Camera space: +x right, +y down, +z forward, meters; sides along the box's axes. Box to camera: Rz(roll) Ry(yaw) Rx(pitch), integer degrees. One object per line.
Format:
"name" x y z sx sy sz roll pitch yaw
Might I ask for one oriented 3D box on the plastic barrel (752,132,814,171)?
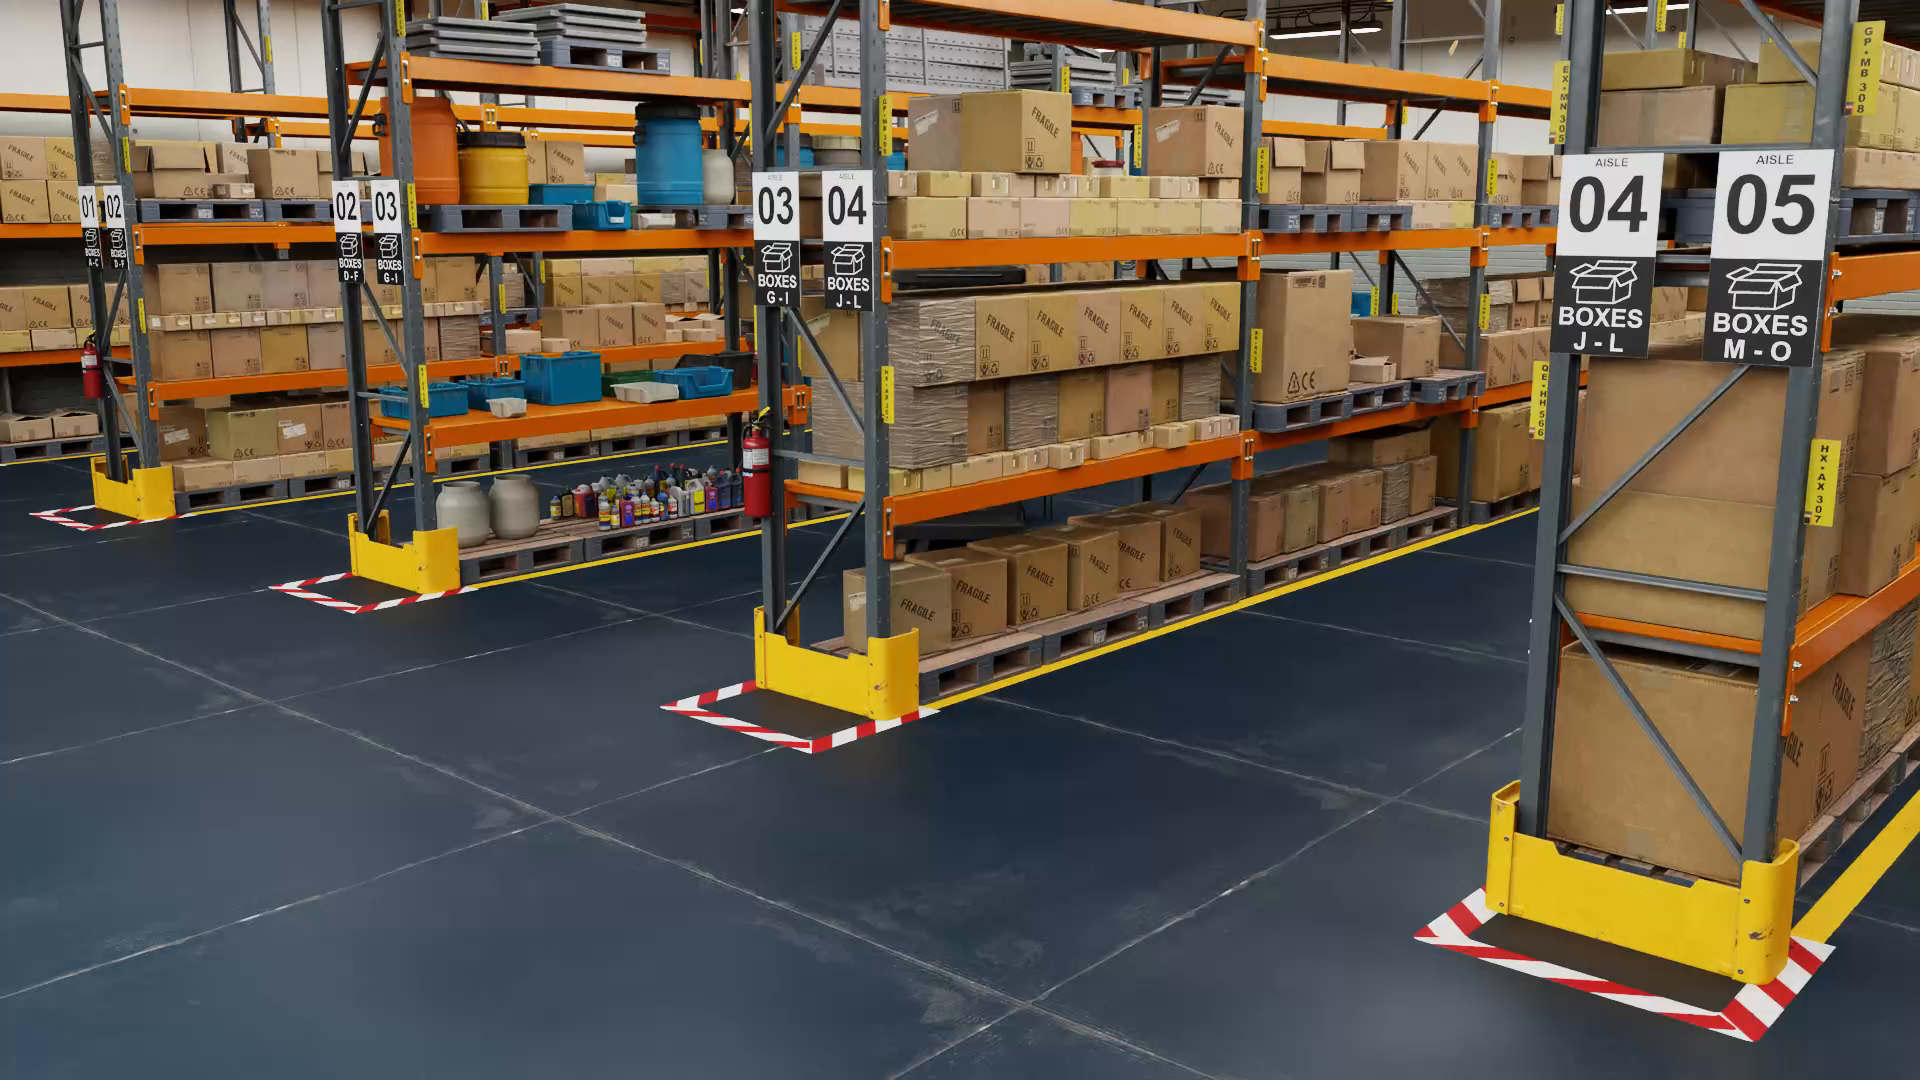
"plastic barrel" -1.733 -3.530 16.327 0.600 0.901 0.708 10 15 40

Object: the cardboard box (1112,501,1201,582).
"cardboard box" 1.521 0.004 12.884 0.500 0.500 0.500 9 15 39

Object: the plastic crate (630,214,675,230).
"plastic crate" -2.662 -2.764 14.443 0.243 0.136 0.396 10 15 40

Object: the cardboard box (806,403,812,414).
"cardboard box" -2.127 -2.038 23.052 0.500 0.500 0.500 9 14 38

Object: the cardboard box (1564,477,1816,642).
"cardboard box" 3.044 0.041 7.005 0.875 0.550 0.550 10 15 40

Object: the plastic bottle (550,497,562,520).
"plastic bottle" -3.663 -0.292 15.076 0.097 0.201 0.097 0 11 0

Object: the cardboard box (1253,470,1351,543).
"cardboard box" 2.934 -0.298 14.340 0.700 0.500 0.500 8 14 36

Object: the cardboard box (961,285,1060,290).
"cardboard box" 0.346 -1.500 11.532 0.500 0.500 0.500 10 15 40

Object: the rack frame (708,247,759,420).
"rack frame" -2.984 -2.940 22.311 1.000 3.000 0.127 10 15 40

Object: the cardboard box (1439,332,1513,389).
"cardboard box" 4.980 -1.744 16.067 0.500 0.500 0.500 10 15 42

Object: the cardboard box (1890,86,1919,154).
"cardboard box" 3.679 -1.736 6.922 0.500 0.250 0.500 10 15 40

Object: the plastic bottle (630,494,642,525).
"plastic bottle" -2.889 -0.277 14.819 0.097 0.271 0.097 0 11 0

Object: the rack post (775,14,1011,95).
"rack post" -0.670 -5.051 17.054 1.013 1.000 3.121 10 15 40

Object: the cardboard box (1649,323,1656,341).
"cardboard box" 7.603 -2.355 19.004 0.500 0.250 0.500 9 15 39

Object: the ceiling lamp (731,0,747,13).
"ceiling lamp" -2.510 -9.487 24.871 0.800 3.185 2.000 10 15 40

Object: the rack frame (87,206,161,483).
"rack frame" -8.264 -1.763 16.418 1.000 3.000 0.127 10 15 40

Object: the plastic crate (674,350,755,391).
"plastic crate" -2.347 -1.619 15.858 0.767 0.338 0.504 10 15 40

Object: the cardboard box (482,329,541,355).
"cardboard box" -5.332 -2.356 19.770 0.500 0.250 0.500 11 16 44

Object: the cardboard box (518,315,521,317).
"cardboard box" -6.685 -3.547 25.943 0.380 0.149 0.250 10 15 41

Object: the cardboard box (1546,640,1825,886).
"cardboard box" 3.231 0.902 7.426 0.875 0.875 0.875 10 15 41

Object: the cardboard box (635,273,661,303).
"cardboard box" -5.175 -4.049 26.799 0.500 0.500 0.500 10 15 42

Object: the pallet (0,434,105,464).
"pallet" -11.375 -1.161 20.526 1.003 0.211 1.213 10 15 40

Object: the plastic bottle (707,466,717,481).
"plastic bottle" -2.445 -0.598 16.428 0.097 0.271 0.097 0 11 0

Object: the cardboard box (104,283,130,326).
"cardboard box" -10.436 -2.962 20.840 0.500 0.500 0.500 10 15 42

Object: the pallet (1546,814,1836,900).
"pallet" 3.302 1.414 7.630 1.003 0.211 1.213 10 15 40

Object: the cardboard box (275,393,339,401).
"cardboard box" -7.154 -1.328 18.274 0.500 0.500 0.500 10 15 40

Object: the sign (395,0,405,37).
"sign" -4.136 -3.889 12.282 0.100 0.325 0.005 10 15 40

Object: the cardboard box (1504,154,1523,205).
"cardboard box" 5.307 -3.622 16.739 0.500 0.500 0.500 11 16 43

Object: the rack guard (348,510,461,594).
"rack guard" -4.531 0.087 13.540 1.175 0.500 0.348 10 15 40

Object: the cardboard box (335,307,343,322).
"cardboard box" -6.655 -2.425 17.820 0.380 0.149 0.250 10 15 42

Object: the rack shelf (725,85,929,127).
"rack shelf" -0.586 -4.398 17.150 1.077 0.370 4.000 10 15 40

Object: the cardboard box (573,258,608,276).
"cardboard box" -5.860 -4.265 25.964 0.500 0.250 0.500 9 15 40

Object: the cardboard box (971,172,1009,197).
"cardboard box" 0.081 -2.195 10.286 0.380 0.149 0.250 11 15 43

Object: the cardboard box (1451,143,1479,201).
"cardboard box" 4.328 -3.321 15.029 0.500 0.500 0.500 10 15 42

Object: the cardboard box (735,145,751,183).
"cardboard box" -2.691 -5.014 22.226 0.500 0.500 0.500 10 15 40

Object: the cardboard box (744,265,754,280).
"cardboard box" -3.696 -4.393 28.821 0.980 0.700 0.700 10 15 41

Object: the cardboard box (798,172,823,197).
"cardboard box" -0.877 -2.156 10.091 0.380 0.149 0.250 10 15 40

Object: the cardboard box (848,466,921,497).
"cardboard box" -0.458 -0.369 10.082 0.380 0.149 0.250 10 15 40

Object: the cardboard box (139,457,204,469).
"cardboard box" -8.132 -0.737 17.232 0.500 0.250 0.500 10 15 40

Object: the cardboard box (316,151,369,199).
"cardboard box" -6.806 -3.922 17.874 0.637 0.503 0.797 -10 15 -41

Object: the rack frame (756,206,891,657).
"rack frame" -0.826 -0.481 10.002 1.000 3.000 0.127 10 15 40

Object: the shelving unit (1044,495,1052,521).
"shelving unit" 0.625 -0.788 16.131 0.503 1.200 0.258 -3 12 -13

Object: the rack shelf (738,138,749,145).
"rack shelf" -2.746 -6.856 29.456 1.077 0.370 4.000 10 15 40

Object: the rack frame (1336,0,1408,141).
"rack frame" 6.016 -6.418 24.407 1.000 3.000 0.127 10 15 40

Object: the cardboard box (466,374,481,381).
"cardboard box" -7.571 -2.396 24.848 0.700 0.500 0.500 10 15 40

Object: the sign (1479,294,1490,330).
"sign" 4.869 -2.119 15.445 0.100 0.325 0.005 10 15 40

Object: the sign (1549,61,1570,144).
"sign" 2.435 -1.764 6.706 0.100 0.325 0.005 10 15 40

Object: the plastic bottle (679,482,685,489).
"plastic bottle" -2.548 -0.396 15.385 0.061 0.283 0.133 10 15 40

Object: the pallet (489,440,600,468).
"pallet" -5.167 -1.097 20.205 1.003 0.211 1.213 10 15 40

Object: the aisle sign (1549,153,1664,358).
"aisle sign" 2.561 -1.129 6.604 0.394 0.787 0.004 10 15 40

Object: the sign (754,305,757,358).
"sign" -1.229 -1.279 10.232 0.100 0.325 0.005 10 15 40

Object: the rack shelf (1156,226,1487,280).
"rack shelf" 3.135 -2.482 14.199 1.077 0.370 4.000 10 15 40

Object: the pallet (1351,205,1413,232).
"pallet" 2.985 -2.679 13.825 1.213 0.211 1.003 10 15 40

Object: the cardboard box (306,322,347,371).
"cardboard box" -6.927 -2.107 17.886 0.700 0.500 0.500 10 15 42

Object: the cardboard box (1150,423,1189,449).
"cardboard box" 1.430 -0.761 12.045 0.380 0.149 0.250 10 15 40

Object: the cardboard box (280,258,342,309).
"cardboard box" -6.906 -2.749 17.787 0.700 0.500 0.500 10 15 40

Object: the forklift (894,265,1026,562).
"forklift" 0.006 -1.303 14.290 1.130 2.935 3.031 0 11 1

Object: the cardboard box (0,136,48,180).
"cardboard box" -11.182 -4.515 19.681 0.500 0.500 0.500 10 15 40
